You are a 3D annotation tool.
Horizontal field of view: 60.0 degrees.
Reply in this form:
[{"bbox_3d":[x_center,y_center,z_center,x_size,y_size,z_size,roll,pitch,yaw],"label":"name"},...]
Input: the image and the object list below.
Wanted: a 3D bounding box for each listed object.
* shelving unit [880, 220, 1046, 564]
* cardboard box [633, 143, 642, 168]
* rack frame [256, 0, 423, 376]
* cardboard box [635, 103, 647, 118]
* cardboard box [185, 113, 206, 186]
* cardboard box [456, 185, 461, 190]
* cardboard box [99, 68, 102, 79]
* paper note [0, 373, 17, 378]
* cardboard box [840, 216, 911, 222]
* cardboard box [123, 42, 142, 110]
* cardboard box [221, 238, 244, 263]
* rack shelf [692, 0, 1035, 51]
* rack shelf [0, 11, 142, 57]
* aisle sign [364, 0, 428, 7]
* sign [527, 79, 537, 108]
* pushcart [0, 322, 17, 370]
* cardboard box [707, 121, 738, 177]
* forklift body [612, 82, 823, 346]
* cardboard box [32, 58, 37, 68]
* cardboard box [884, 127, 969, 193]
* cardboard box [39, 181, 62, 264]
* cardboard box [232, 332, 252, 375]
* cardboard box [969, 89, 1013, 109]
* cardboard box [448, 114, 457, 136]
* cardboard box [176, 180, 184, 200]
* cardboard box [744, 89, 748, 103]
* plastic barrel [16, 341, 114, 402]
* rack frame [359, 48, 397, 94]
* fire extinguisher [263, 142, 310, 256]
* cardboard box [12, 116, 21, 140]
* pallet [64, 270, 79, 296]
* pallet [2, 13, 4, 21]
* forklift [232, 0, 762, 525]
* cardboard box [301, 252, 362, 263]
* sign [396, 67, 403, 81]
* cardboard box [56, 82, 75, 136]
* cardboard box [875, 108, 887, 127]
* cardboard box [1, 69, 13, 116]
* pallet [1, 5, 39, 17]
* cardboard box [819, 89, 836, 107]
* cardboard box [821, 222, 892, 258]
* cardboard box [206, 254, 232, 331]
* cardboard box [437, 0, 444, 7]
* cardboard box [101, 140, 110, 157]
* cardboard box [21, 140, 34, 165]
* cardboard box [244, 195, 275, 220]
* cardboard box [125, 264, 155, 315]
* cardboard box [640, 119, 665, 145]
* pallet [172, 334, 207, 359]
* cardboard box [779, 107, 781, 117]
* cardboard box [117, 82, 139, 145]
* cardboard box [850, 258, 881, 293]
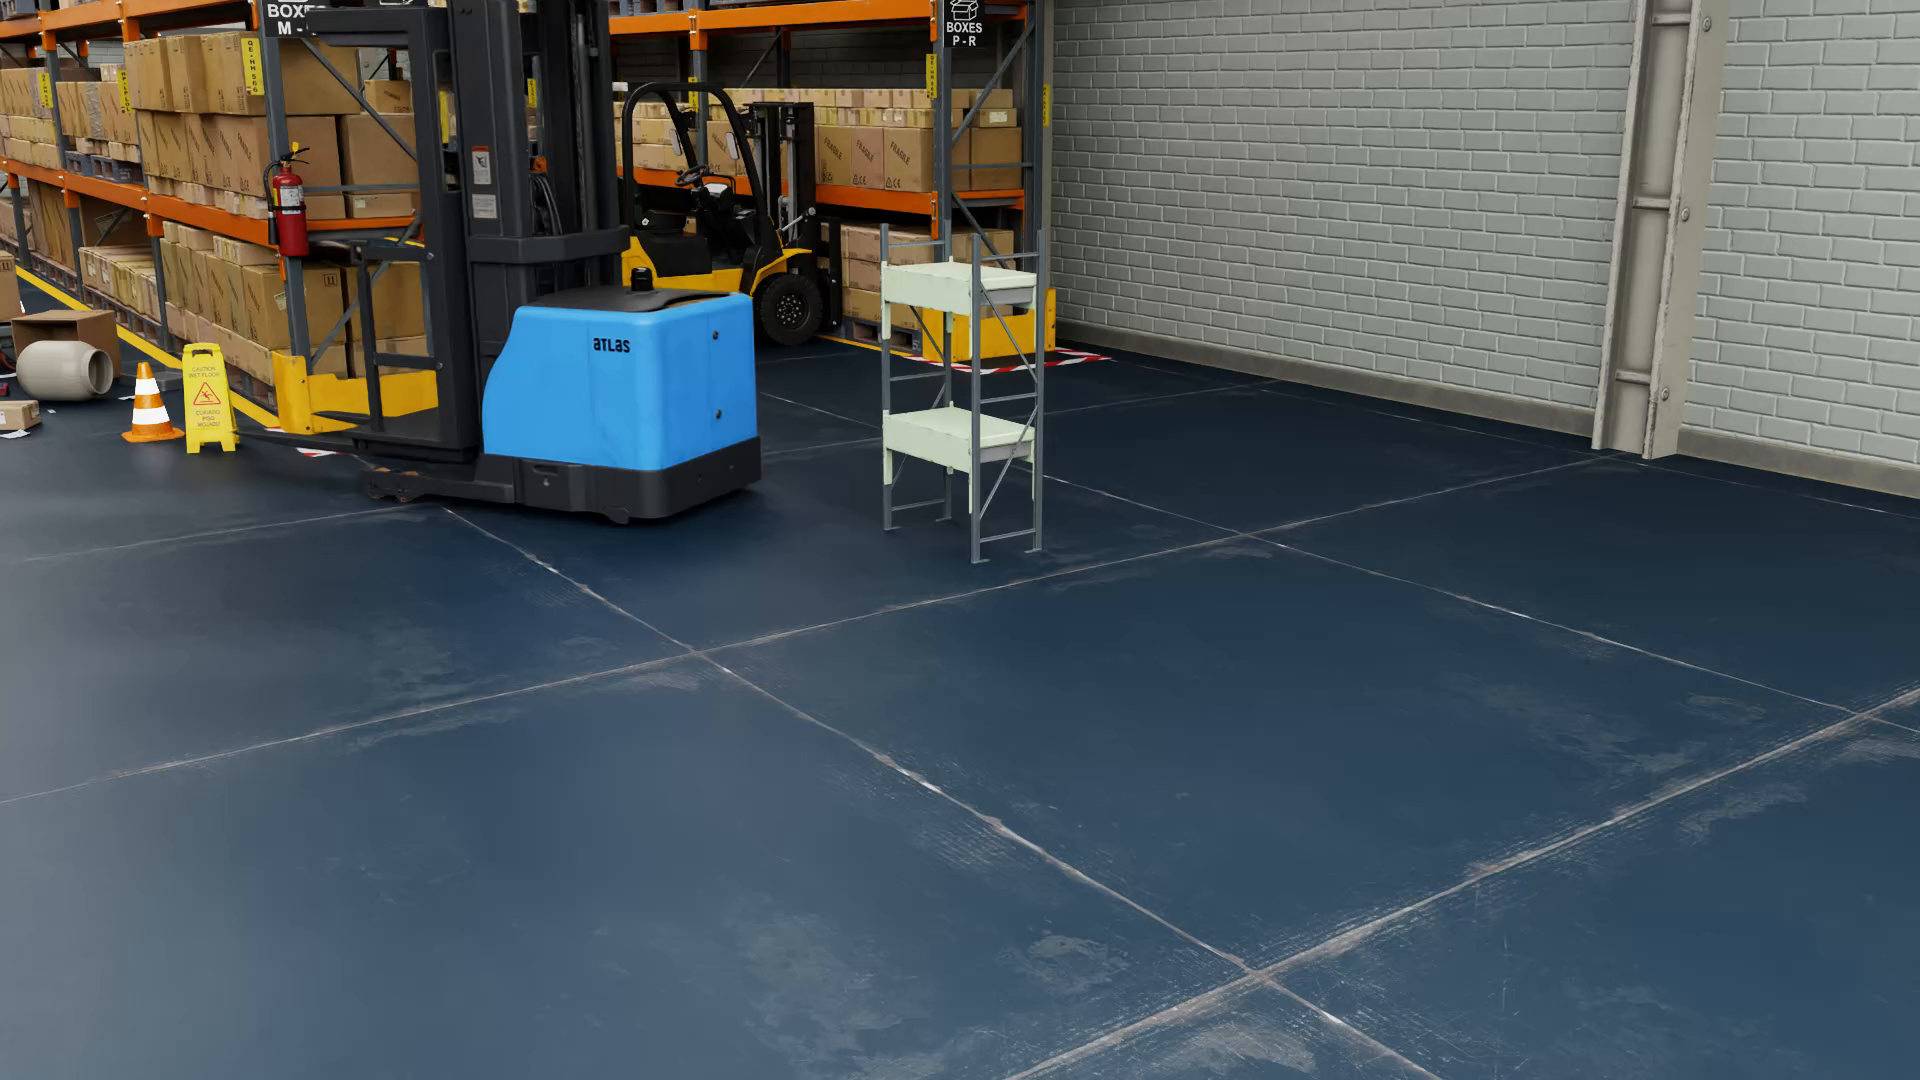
[{"bbox_3d":[0.004,-0.722,7.873,0.431,1.500,0.755,-11,19,-35],"label":"shelving unit"},{"bbox_3d":[-3.195,-4.047,17.466,0.500,0.250,0.500,-11,19,-34],"label":"cardboard box"},{"bbox_3d":[-3.781,-2.210,10.468,1.000,3.000,0.127,-11,19,-35],"label":"rack frame"},{"bbox_3d":[-3.134,-4.449,17.231,0.380,0.149,0.250,-11,19,-36],"label":"cardboard box"},{"bbox_3d":[-5.188,-2.801,11.875,0.500,0.500,0.500,-11,19,-34],"label":"cardboard box"},{"bbox_3d":[-6.443,-4.635,22.041,0.380,0.149,0.250,-12,19,-37],"label":"cardboard box"},{"bbox_3d":[-8.577,-4.592,17.088,0.500,0.500,0.500,-12,19,-36],"label":"cardboard box"},{"bbox_3d":[-7.201,-1.254,12.600,0.148,0.019,0.142,-11,19,-35],"label":"paper note"},{"bbox_3d":[-0.776,-2.797,15.132,0.500,0.250,0.500,-11,19,-36],"label":"cardboard box"},{"bbox_3d":[-6.050,-3.610,12.938,0.700,0.500,0.500,-11,19,-35],"label":"cardboard box"},{"bbox_3d":[-4.878,-2.014,11.515,0.380,0.149,0.250,-10,18,-34],"label":"cardboard box"},{"bbox_3d":[-0.944,-4.508,14.546,1.077,0.370,4.000,-11,19,-35],"label":"rack shelf"},{"bbox_3d":[-9.661,-5.445,17.969,1.077,0.370,4.000,-11,19,-35],"label":"rack shelf"},{"bbox_3d":[-3.494,-3.499,10.253,0.394,0.787,0.004,-11,19,-35],"label":"aisle sign"},{"bbox_3d":[-4.905,-5.123,19.070,0.100,0.325,0.005,-11,19,-35],"label":"sign"},{"bbox_3d":[-7.948,-1.435,12.603,0.936,0.377,1.648,10,18,33],"label":"pushcart"},{"bbox_3d":[-2.070,-3.748,15.900,0.500,0.500,0.500,-12,19,-36],"label":"cardboard box"},{"bbox_3d":[-2.359,-2.694,13.843,2.313,2.155,1.214,-11,19,-35],"label":"forklift body"},{"bbox_3d":[-11.161,-5.824,20.360,0.380,0.149,0.250,-11,19,-35],"label":"cardboard box"},{"bbox_3d":[-0.270,-3.094,13.508,0.500,0.500,0.500,-11,19,-36],"label":"cardboard box"},{"bbox_3d":[-9.870,-3.638,18.917,0.875,0.875,0.875,-10,18,-33],"label":"cardboard box"},{"bbox_3d":[-4.772,-1.329,11.663,0.500,0.250,0.500,-11,19,-34],"label":"cardboard box"},{"bbox_3d":[0.207,-3.591,13.531,0.380,0.149,0.250,-11,19,-36],"label":"cardboard box"},{"bbox_3d":[-6.317,-5.325,21.309,0.396,0.266,0.258,-10,18,-32],"label":"cardboard box"},{"bbox_3d":[-5.719,-2.670,12.624,0.380,0.149,0.250,-10,18,-33],"label":"cardboard box"},{"bbox_3d":[-1.789,-4.131,15.505,0.380,0.149,0.250,-11,19,-36],"label":"cardboard box"},{"bbox_3d":[-6.220,-1.173,11.561,0.512,0.421,0.421,1,15,4],"label":"plastic barrel"},{"bbox_3d":[-9.176,-6.398,25.769,1.000,3.000,0.127,-11,19,-35],"label":"rack frame"},{"bbox_3d":[-4.087,-2.077,10.128,0.296,0.674,0.183,-11,19,-35],"label":"fire extinguisher"},{"bbox_3d":[-10.202,-4.585,18.482,0.500,0.250,0.500,-11,19,-34],"label":"cardboard box"},{"bbox_3d":[-8.887,-2.753,17.736,1.003,0.211,1.213,-11,19,-35],"label":"pallet"},{"bbox_3d":[-12.023,-6.613,21.042,1.003,0.211,1.213,-11,19,-35],"label":"pallet"},{"bbox_3d":[-2.638,-1.730,8.845,3.031,2.935,1.130,7,17,24],"label":"forklift"},{"bbox_3d":[-4.357,-1.779,11.887,0.500,0.500,0.500,-12,19,-37],"label":"cardboard box"},{"bbox_3d":[-8.715,-7.191,25.874,0.100,0.325,0.005,-11,19,-35],"label":"sign"},{"bbox_3d":[-8.408,-4.180,16.120,0.500,0.500,0.500,-12,19,-36],"label":"cardboard box"},{"bbox_3d":[-0.476,-3.488,13.719,0.380,0.149,0.250,-10,18,-34],"label":"cardboard box"},{"bbox_3d":[-10.489,-5.060,18.798,0.500,0.500,0.500,-11,19,-35],"label":"cardboard box"},{"bbox_3d":[-10.258,-5.939,18.773,0.805,0.209,1.217,-12,19,-37],"label":"pallet"},{"bbox_3d":[-0.981,-3.787,14.247,0.380,0.149,0.250,-10,18,-33],"label":"cardboard box"},{"bbox_3d":[-0.901,-2.604,14.427,0.500,0.250,0.500,-11,19,-34],"label":"cardboard box"},{"bbox_3d":[-5.064,-1.798,11.957,0.500,0.500,0.500,-11,19,-36],"label":"cardboard box"},{"bbox_3d":[-6.367,-6.777,20.963,0.380,0.149,0.250,-11,19,-35],"label":"cardboard box"},{"bbox_3d":[-7.533,-3.549,15.040,0.380,0.149,0.250,-10,18,-33],"label":"cardboard box"},{"bbox_3d":[-9.911,-4.235,18.150,0.500,0.250,0.500,-11,19,-35],"label":"cardboard box"},{"bbox_3d":[-4.413,-2.172,10.807,0.380,0.149,0.250,-11,19,-35],"label":"cardboard box"},{"bbox_3d":[-6.869,-2.264,14.847,0.950,0.372,0.625,-10,18,-31],"label":"cardboard box"},{"bbox_3d":[-2.924,-4.178,16.996,0.500,0.250,0.500,-11,19,-36],"label":"cardboard box"},{"bbox_3d":[-5.709,-1.581,13.453,1.003,0.211,1.213,-11,19,-35],"label":"pallet"},{"bbox_3d":[-1.416,-3.810,14.895,0.380,0.149,0.250,-12,19,-36],"label":"cardboard box"},{"bbox_3d":[-6.590,-3.521,13.712,0.500,0.500,0.500,-11,19,-36],"label":"cardboard box"},{"bbox_3d":[-0.593,-2.263,14.128,0.500,0.250,0.500,-11,19,-35],"label":"cardboard box"}]
